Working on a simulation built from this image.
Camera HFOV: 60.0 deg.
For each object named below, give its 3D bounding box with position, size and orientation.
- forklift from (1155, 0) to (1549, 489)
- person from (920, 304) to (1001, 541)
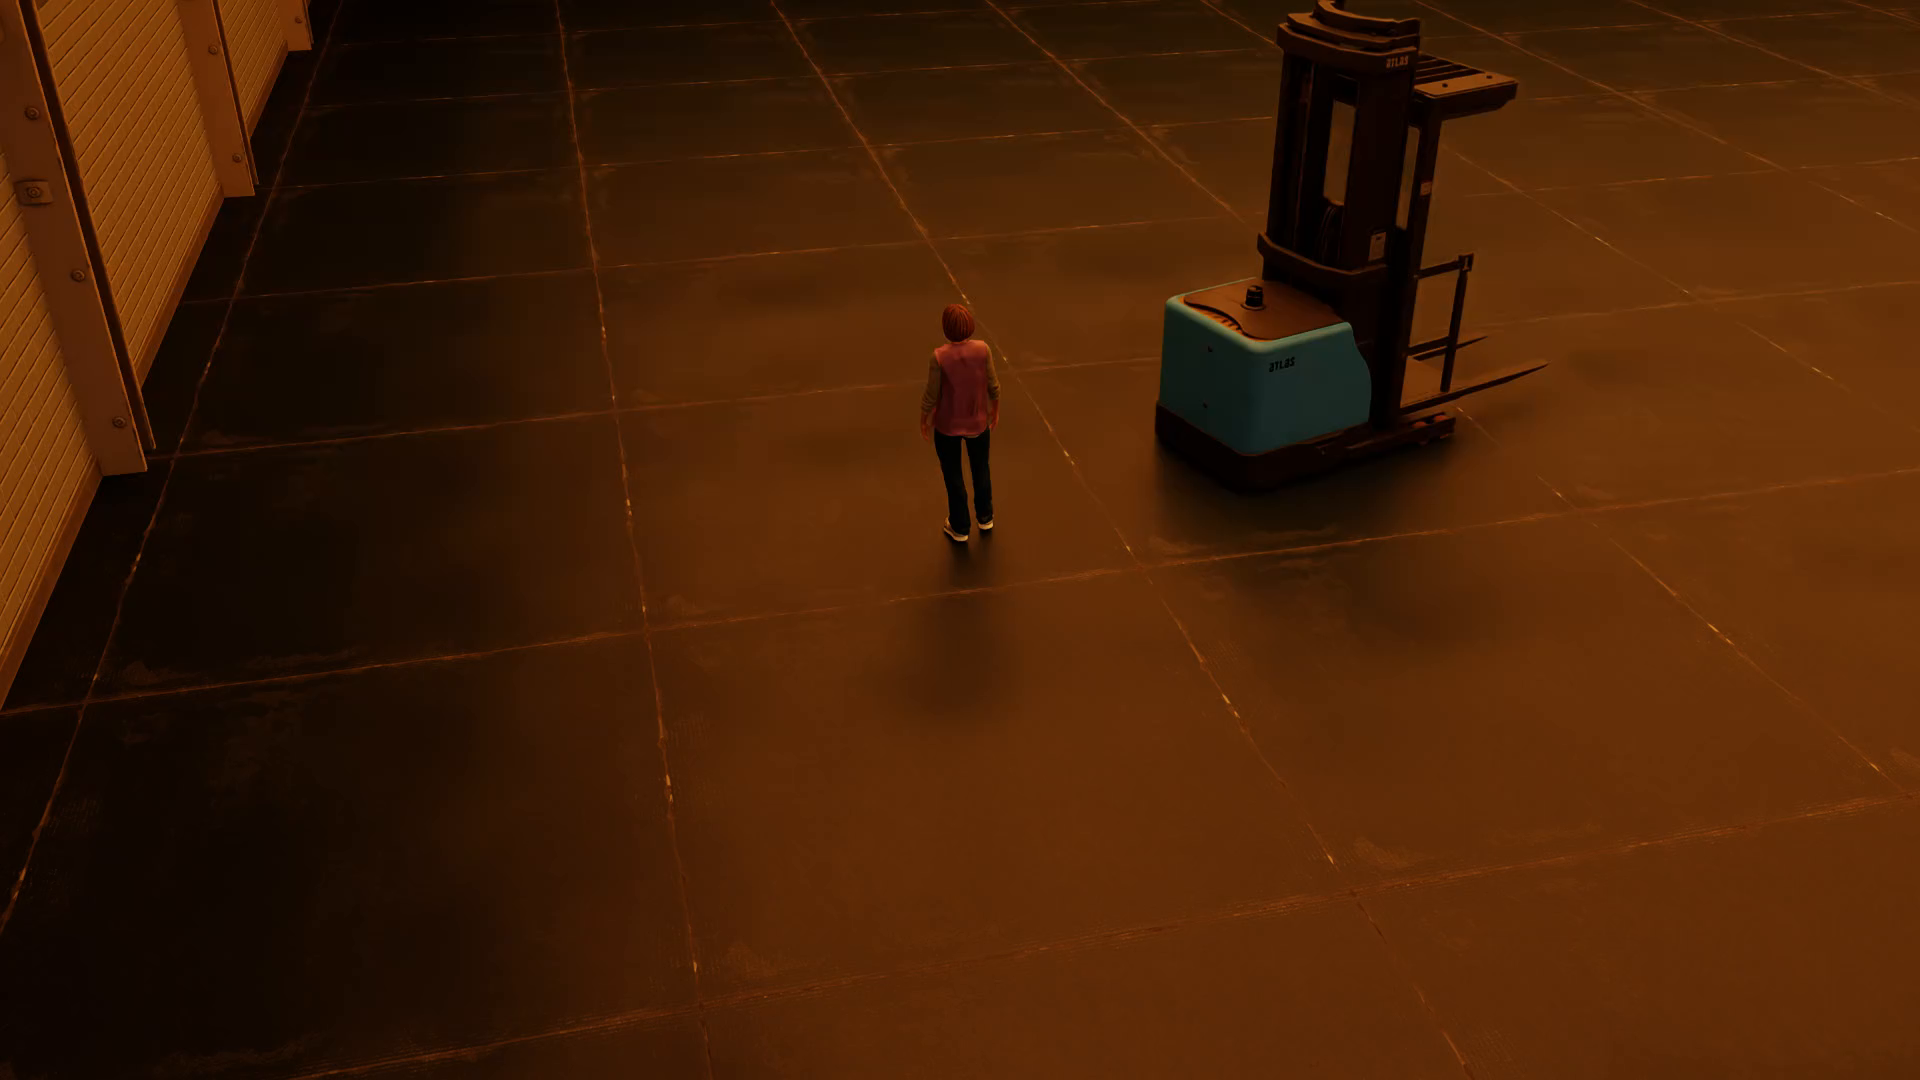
[{"bbox_3d":[2.895,-2.142,11.275,3.031,2.935,1.130,-17,34,-26],"label":"forklift"},{"bbox_3d":[-0.004,-0.736,10.162,0.520,1.599,0.473,-7,31,-12],"label":"person"}]
